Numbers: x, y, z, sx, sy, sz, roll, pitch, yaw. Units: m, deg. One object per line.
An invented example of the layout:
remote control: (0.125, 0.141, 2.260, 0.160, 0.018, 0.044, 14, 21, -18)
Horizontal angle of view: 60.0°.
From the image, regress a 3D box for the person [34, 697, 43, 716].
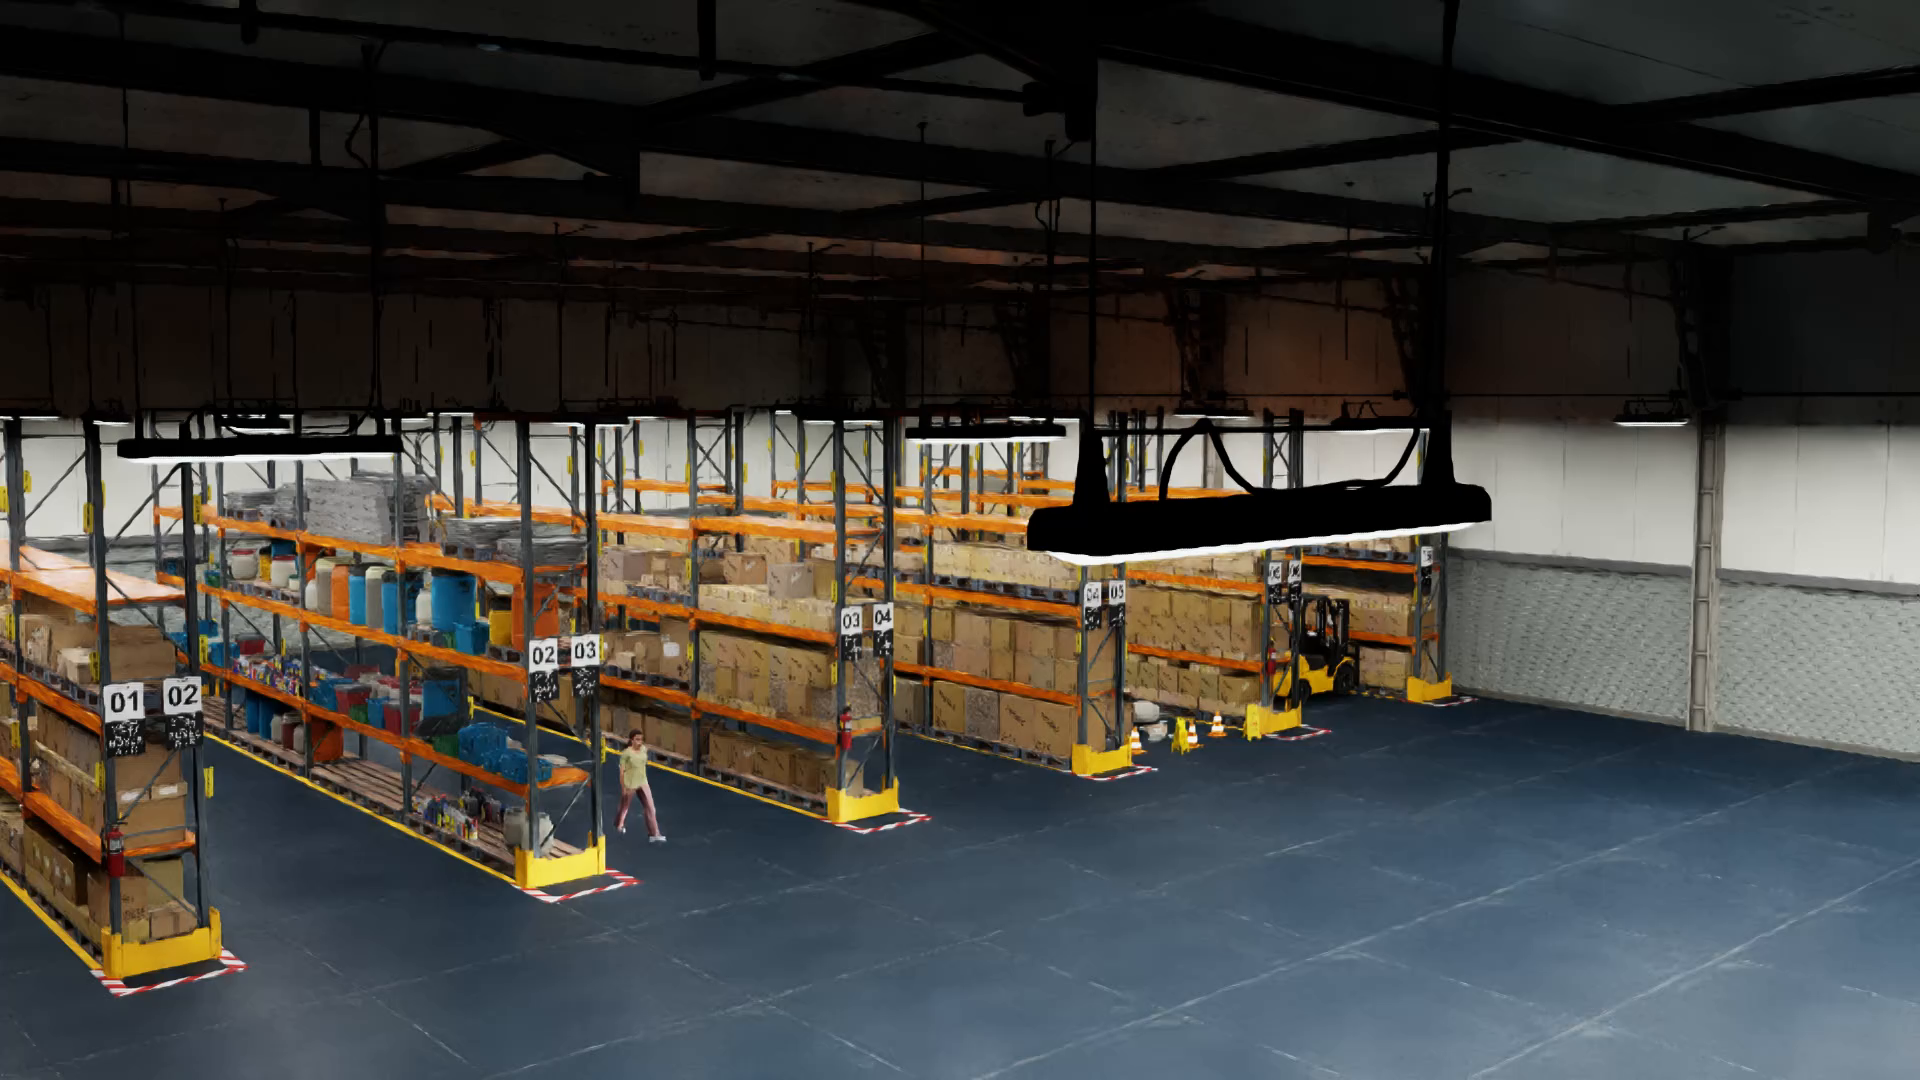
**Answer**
person: (-15.693, 3.059, 28.531, 0.417, 1.525, 1.030, -5, 7, -42)

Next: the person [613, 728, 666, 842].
person: (-4.607, 3.452, 23.561, 0.448, 1.590, 1.109, -4, 6, -38)
